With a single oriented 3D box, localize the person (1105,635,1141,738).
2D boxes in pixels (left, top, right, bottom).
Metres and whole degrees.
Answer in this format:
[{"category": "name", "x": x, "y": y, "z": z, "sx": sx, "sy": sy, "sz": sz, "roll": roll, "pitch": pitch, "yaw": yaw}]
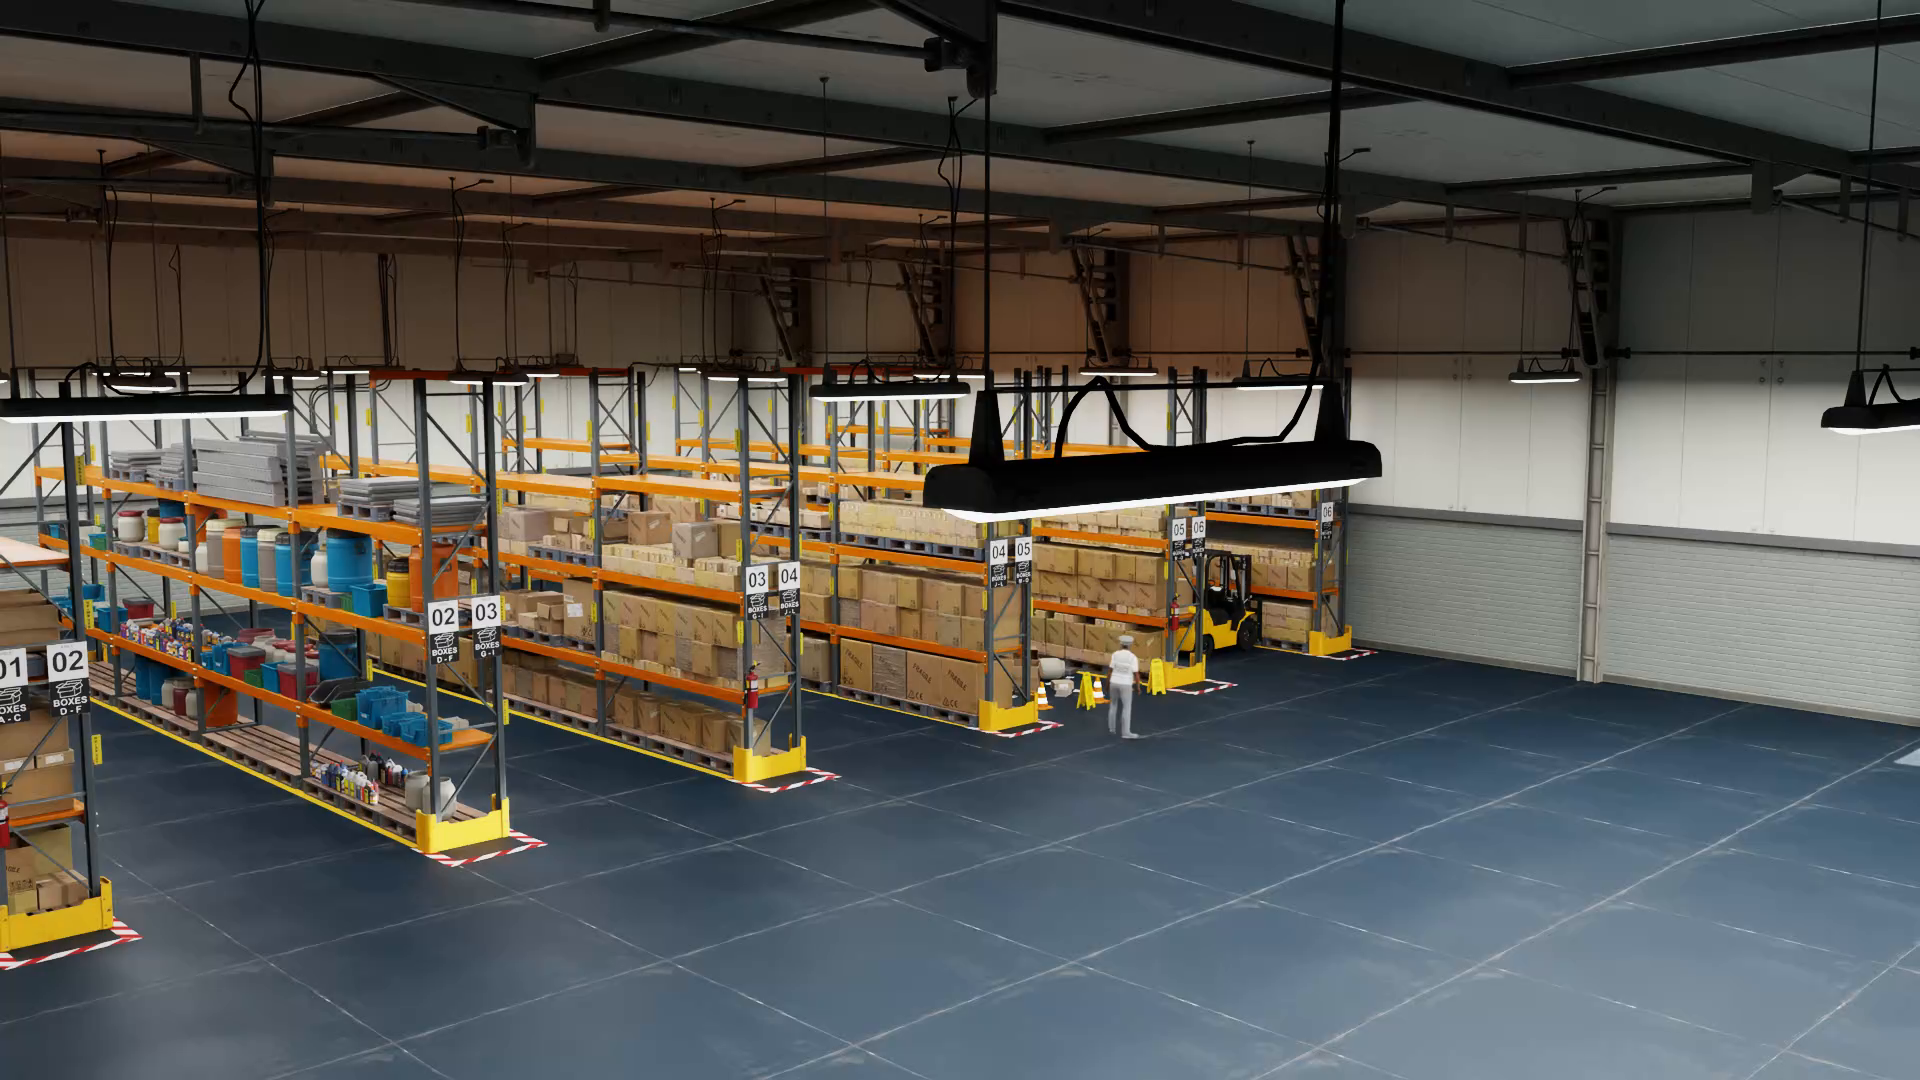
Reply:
[{"category": "person", "x": 2.676, "y": 2.426, "z": 27.421, "sx": 0.622, "sy": 1.708, "sz": 0.526, "roll": 4, "pitch": 8, "yaw": 32}]
